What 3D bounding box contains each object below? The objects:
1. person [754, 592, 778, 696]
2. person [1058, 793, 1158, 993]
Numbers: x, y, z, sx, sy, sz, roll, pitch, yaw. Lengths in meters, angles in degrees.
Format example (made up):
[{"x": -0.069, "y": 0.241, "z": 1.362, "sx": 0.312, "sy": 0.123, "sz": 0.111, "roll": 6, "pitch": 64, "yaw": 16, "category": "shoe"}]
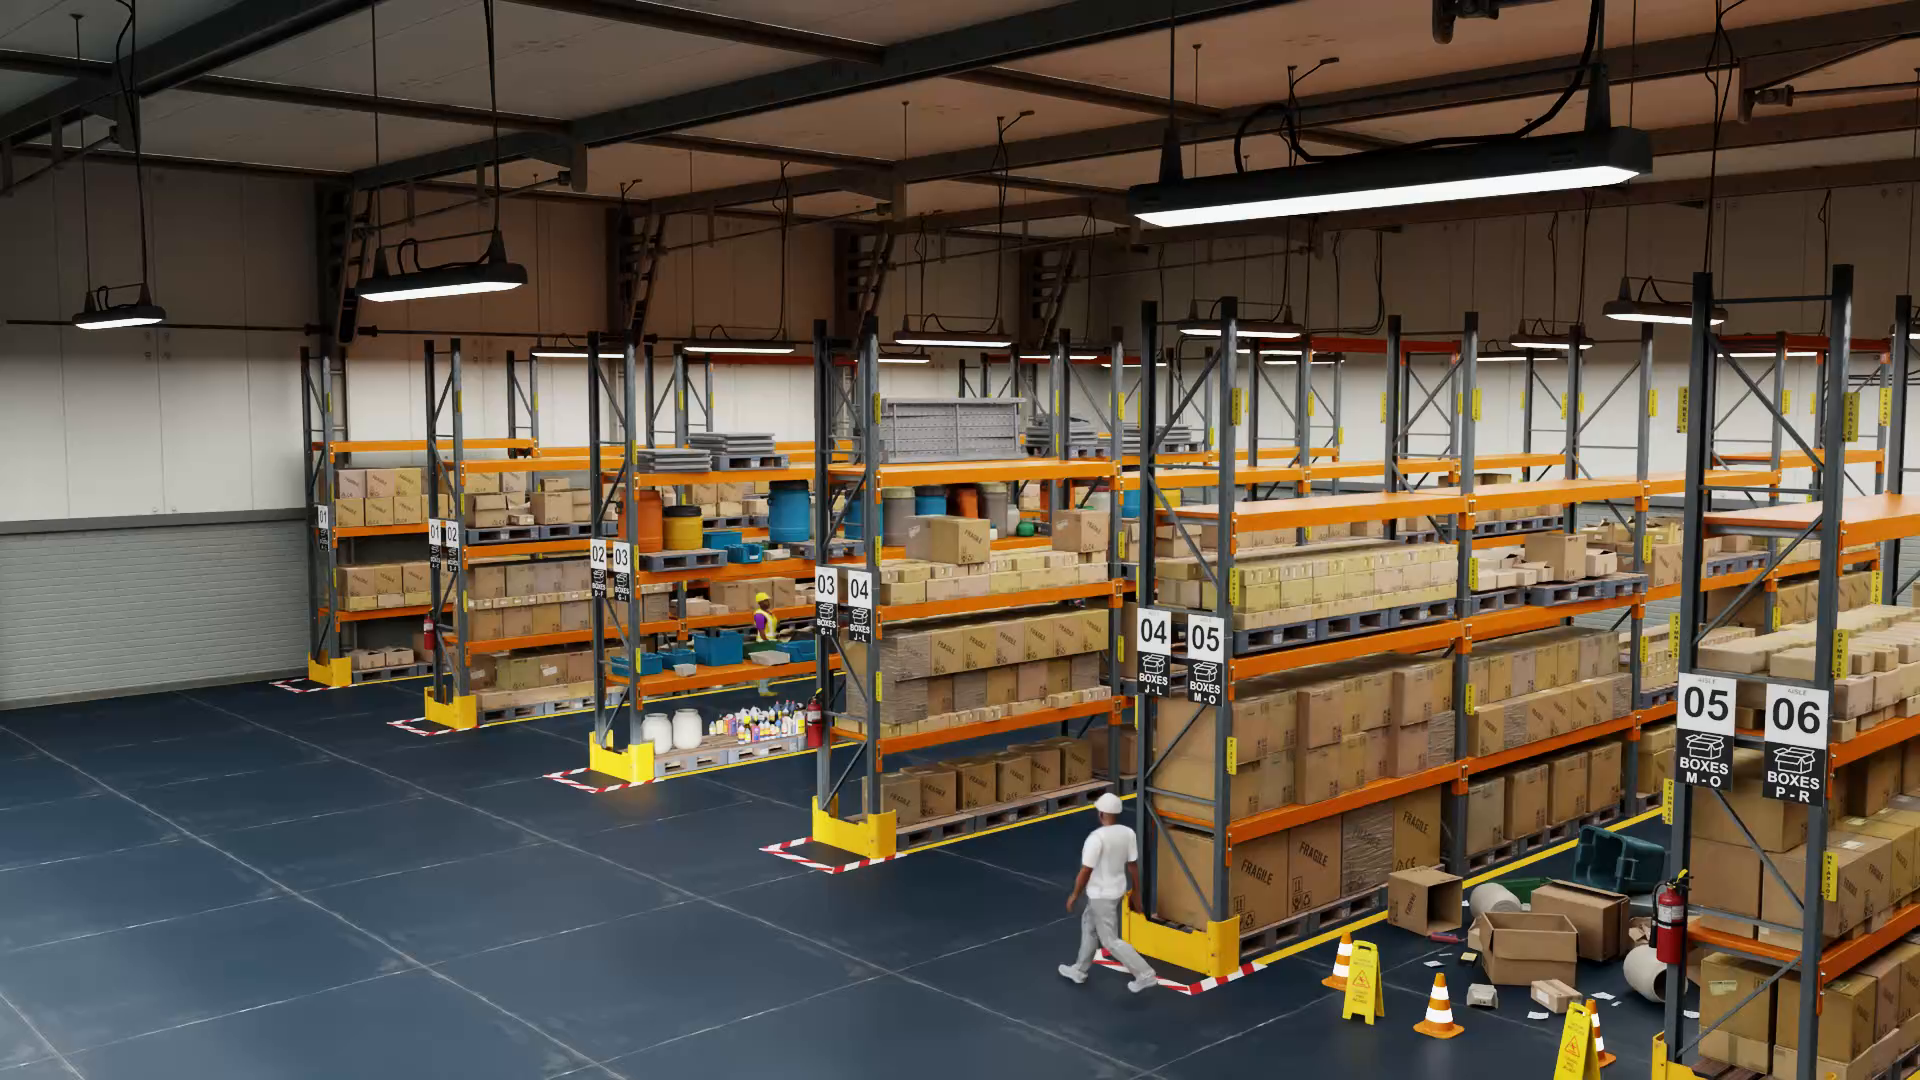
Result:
[{"x": -3.230, "y": 1.764, "z": 28.029, "sx": 0.478, "sy": 1.770, "sz": 0.601, "roll": -1, "pitch": 5, "yaw": -6, "category": "person"}, {"x": 1.247, "y": 3.043, "z": 14.311, "sx": 1.007, "sy": 1.738, "sz": 0.522, "roll": 2, "pitch": 5, "yaw": 24, "category": "person"}]
